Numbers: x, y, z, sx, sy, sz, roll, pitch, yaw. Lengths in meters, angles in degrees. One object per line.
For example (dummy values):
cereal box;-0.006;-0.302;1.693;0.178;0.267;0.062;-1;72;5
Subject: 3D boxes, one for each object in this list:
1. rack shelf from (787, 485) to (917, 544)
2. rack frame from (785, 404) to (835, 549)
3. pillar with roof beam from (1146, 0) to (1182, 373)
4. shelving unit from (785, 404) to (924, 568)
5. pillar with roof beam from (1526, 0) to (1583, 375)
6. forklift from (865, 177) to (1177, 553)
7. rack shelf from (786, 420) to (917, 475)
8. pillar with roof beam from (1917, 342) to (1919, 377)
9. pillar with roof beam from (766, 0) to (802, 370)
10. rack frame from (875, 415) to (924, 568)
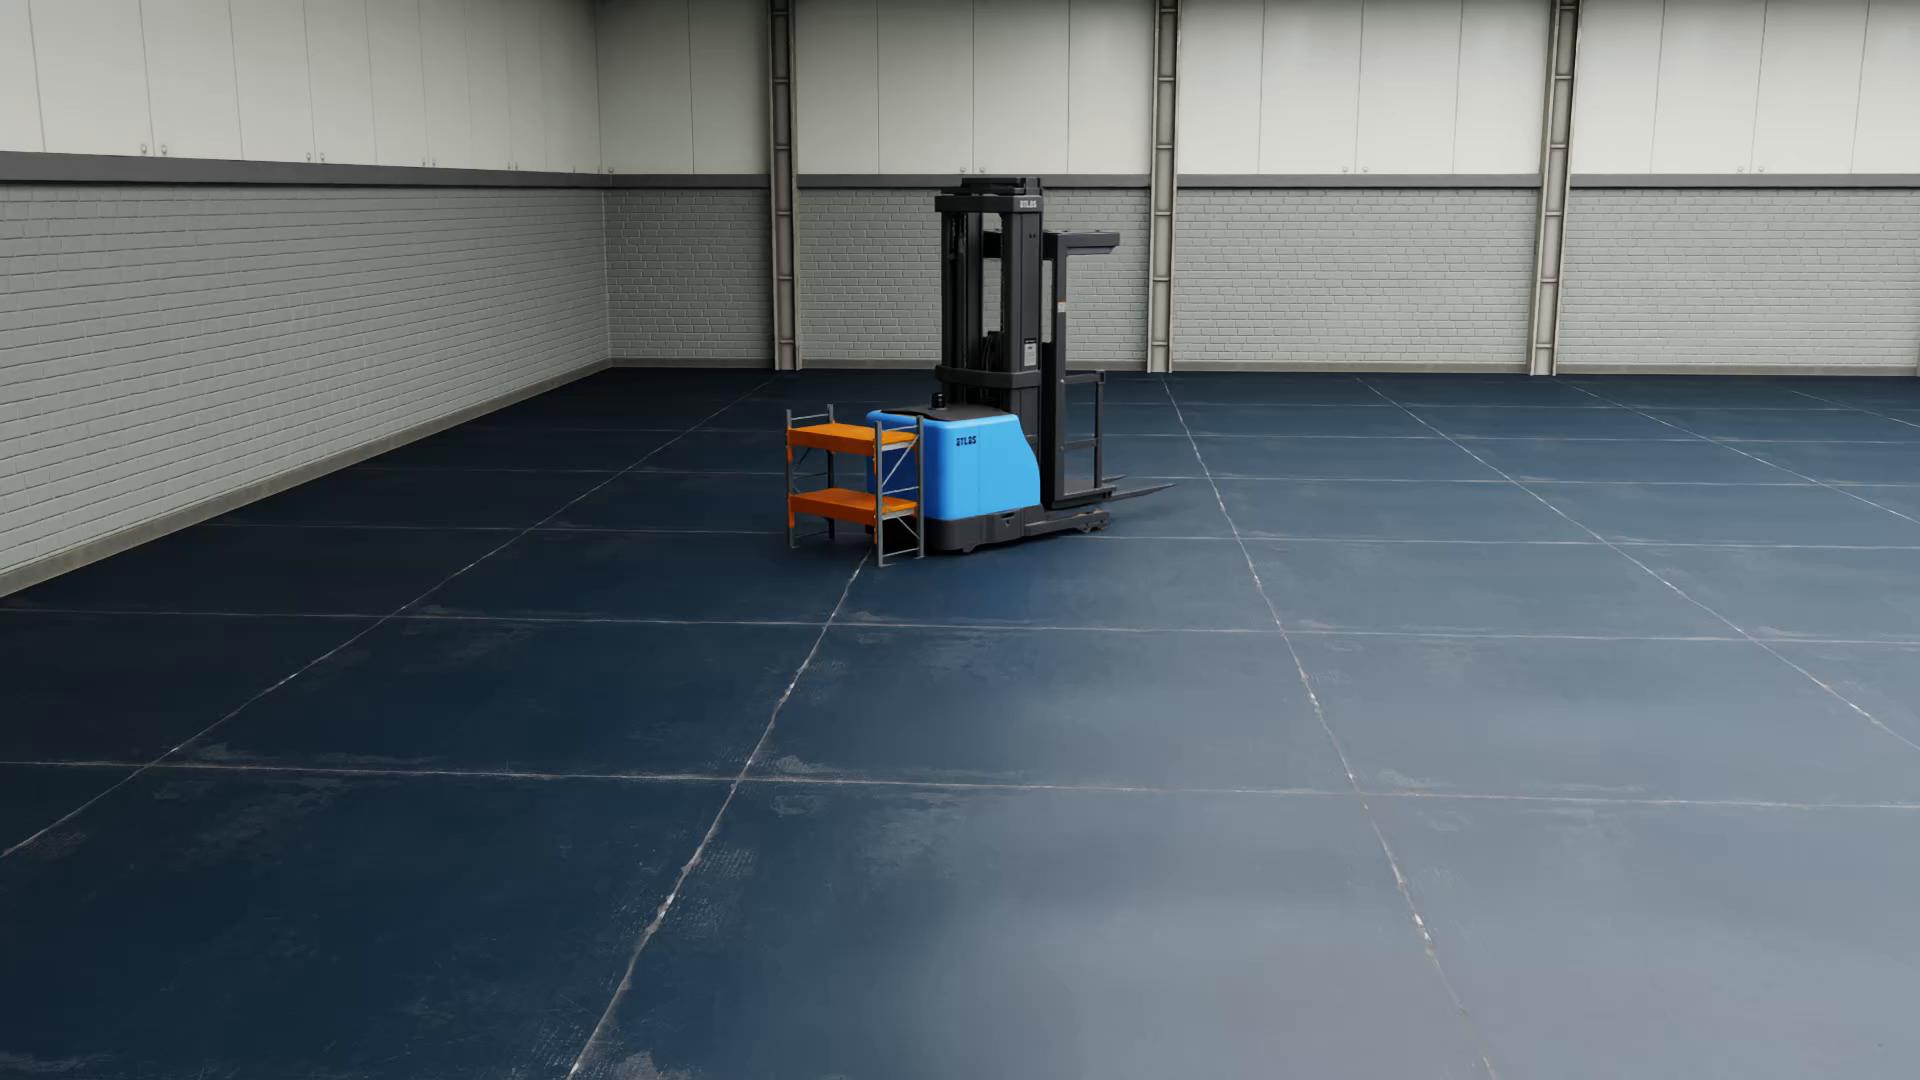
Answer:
rack shelf;-0.840;-0.209;13.215;1.000;0.278;0.538;11;16;41
rack frame;-1.215;-0.519;13.500;0.032;1.125;0.500;11;16;41
pillar with roof beam;2.906;-6.229;21.567;0.400;9.000;9.100;1;12;4
shelving unit;-0.840;-0.448;13.165;1.048;1.125;0.538;11;16;41
pillar with roof beam;8.893;-6.147;21.175;0.400;9.000;9.100;1;12;4
forklift;0.640;-1.563;14.084;3.031;2.935;1.130;-11;16;-42
rack shelf;-0.840;-0.735;13.105;1.000;0.278;0.538;11;16;41
pillar with roof beam;14.879;-6.065;20.782;0.400;9.000;9.100;1;12;4
pillar with roof beam;-3.081;-6.311;21.959;0.400;9.000;9.100;1;12;4
rack frame;-0.464;-0.378;12.829;0.032;1.125;0.500;11;16;41
